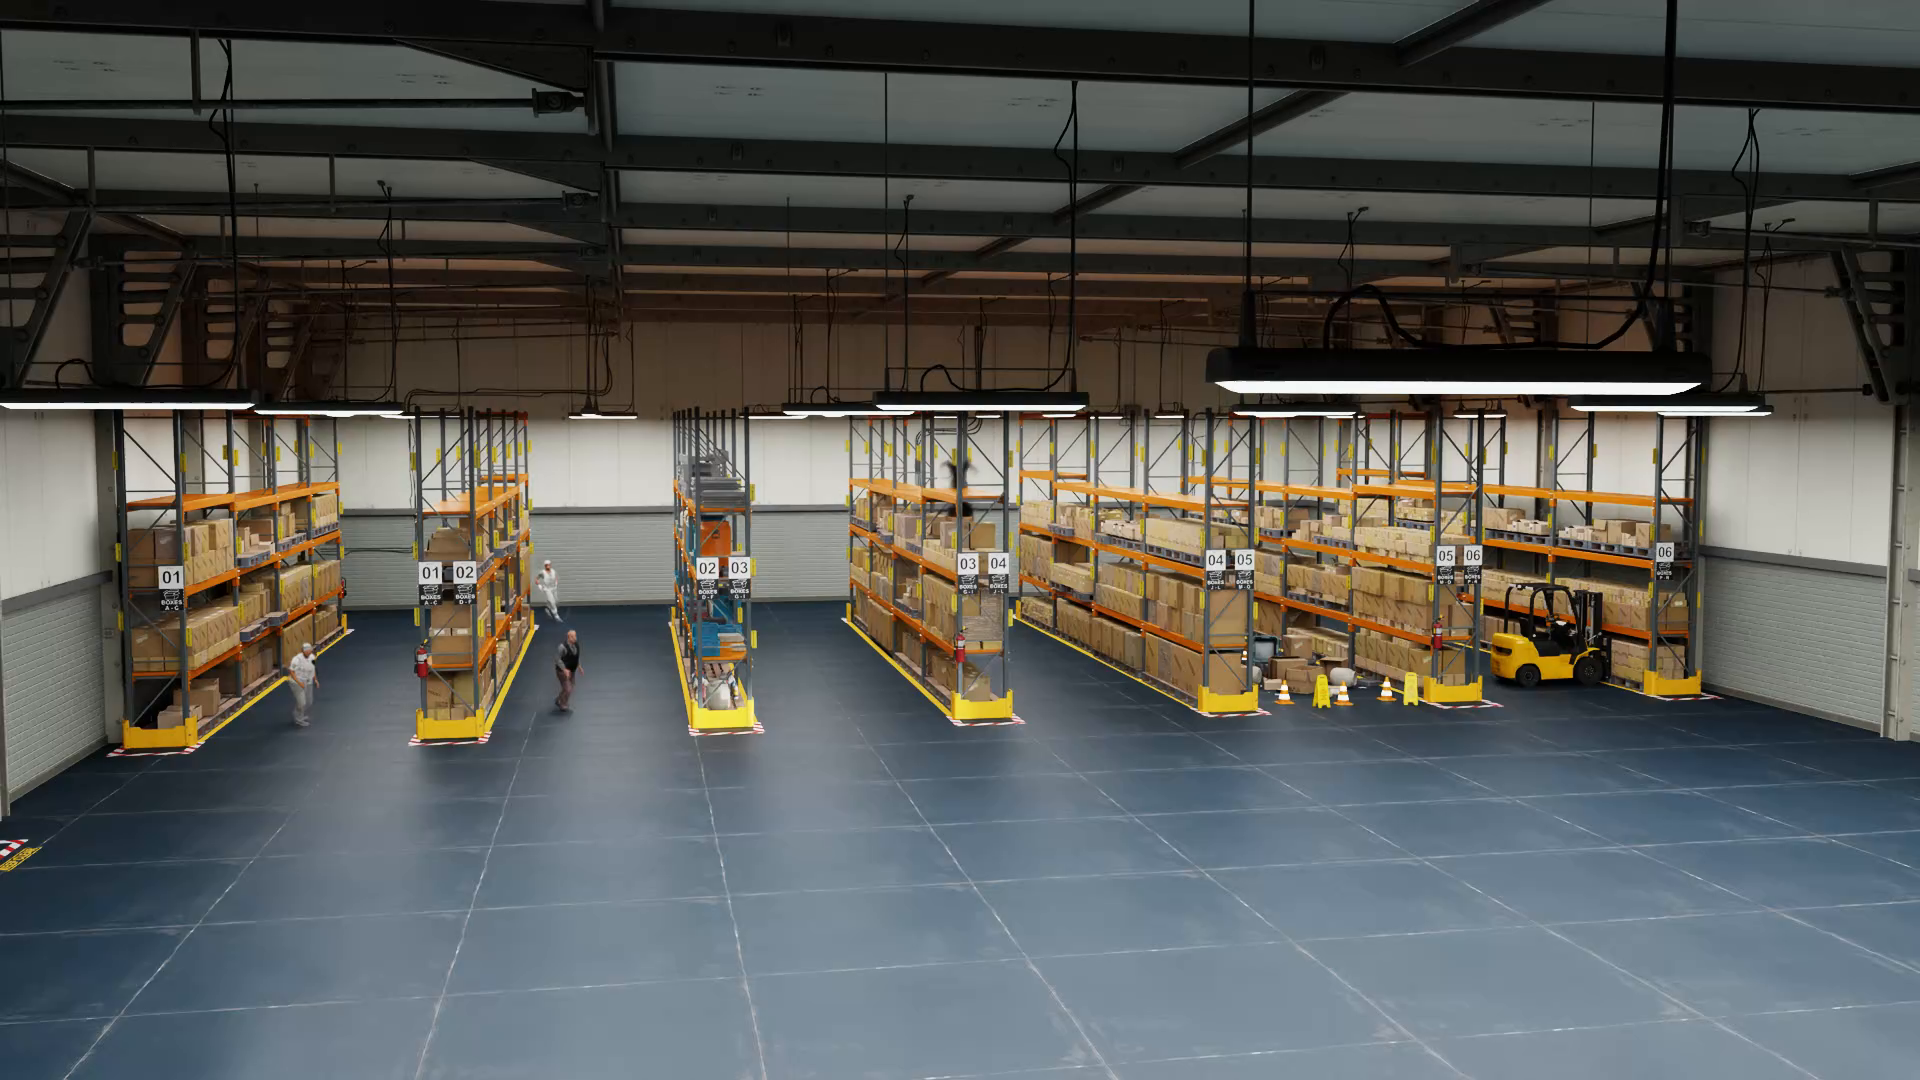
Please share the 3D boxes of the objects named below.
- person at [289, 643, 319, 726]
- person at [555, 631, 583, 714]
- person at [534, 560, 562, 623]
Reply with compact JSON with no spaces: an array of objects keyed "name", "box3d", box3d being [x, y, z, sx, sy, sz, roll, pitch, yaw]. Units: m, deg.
[{"name":"person","box3d":[-12.418,2.712,31.394,0.771,1.601,0.607,2,5,28]},{"name":"person","box3d":[-7.777,2.584,32.678,0.757,1.659,0.636,2,5,29]},{"name":"person","box3d":[-11.780,1.454,47.603,0.643,1.770,0.978,-4,6,-44]}]
